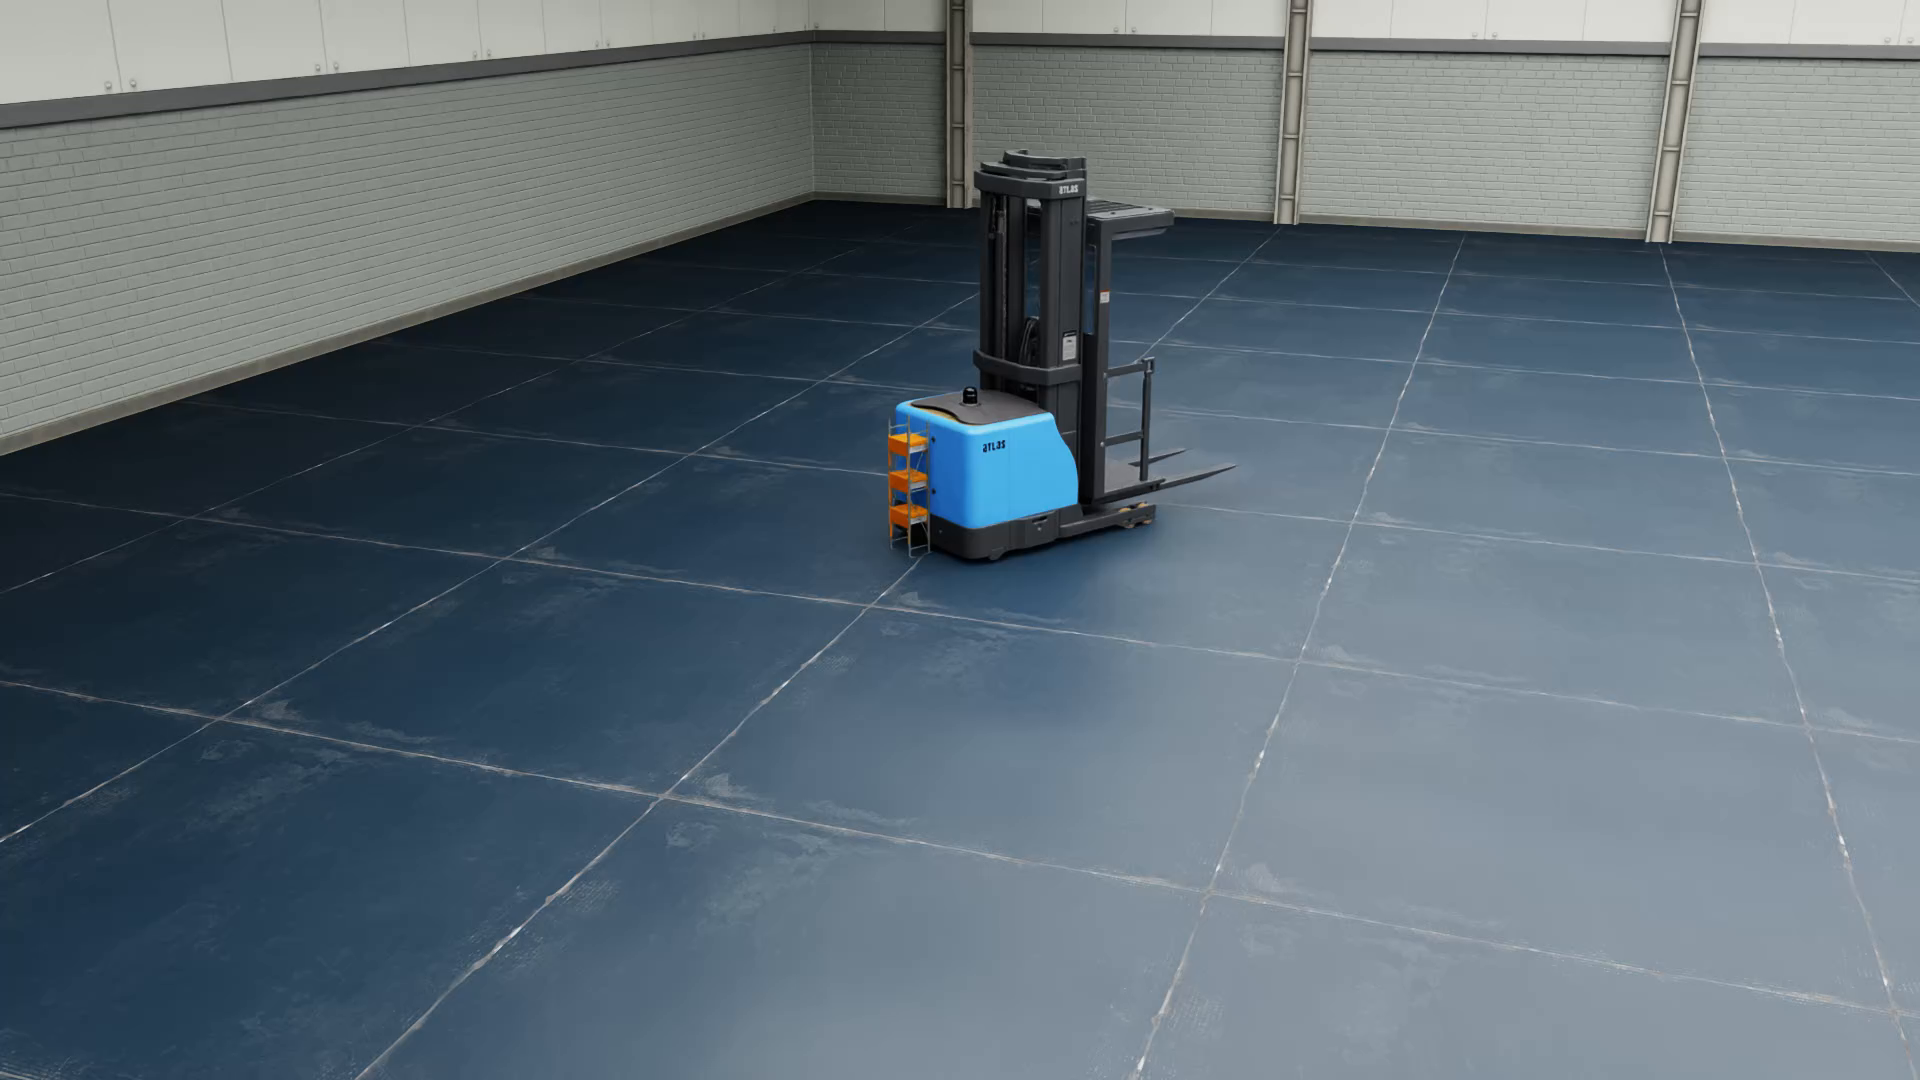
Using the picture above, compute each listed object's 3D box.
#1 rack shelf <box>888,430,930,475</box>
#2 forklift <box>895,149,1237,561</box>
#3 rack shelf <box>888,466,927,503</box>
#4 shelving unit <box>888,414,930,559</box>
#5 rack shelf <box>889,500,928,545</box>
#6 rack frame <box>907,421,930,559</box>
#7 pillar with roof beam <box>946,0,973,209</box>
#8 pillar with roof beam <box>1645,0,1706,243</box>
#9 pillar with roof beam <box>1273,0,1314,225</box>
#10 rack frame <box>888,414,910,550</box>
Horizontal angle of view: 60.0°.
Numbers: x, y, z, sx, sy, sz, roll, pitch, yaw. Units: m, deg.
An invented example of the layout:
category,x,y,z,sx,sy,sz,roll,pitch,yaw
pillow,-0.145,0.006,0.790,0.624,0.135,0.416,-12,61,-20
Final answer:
category,x,y,z,sx,sy,sz,roll,pitch,yaw
rack shelf,-0.386,-0.664,12.557,0.215,0.259,0.240,-15,24,-36
forklift,0.965,-1.599,13.210,3.031,2.935,1.130,-14,24,-35
rack shelf,-0.386,-0.396,12.650,0.215,0.259,0.240,-15,24,-36
shelving unit,-0.386,-0.406,12.647,0.215,1.050,0.252,-15,24,-36
rack shelf,-0.386,-0.134,12.742,0.215,0.259,0.240,-15,24,-36
rack frame,-0.311,-0.375,12.556,0.200,1.050,0.008,-15,24,-36
pillar with roof beam,-1.420,-9.055,25.383,0.400,9.000,9.100,7,20,18
pillar with roof beam,9.916,-7.759,21.665,0.400,9.000,9.100,7,20,18
pillar with roof beam,4.248,-8.407,23.524,0.400,9.000,9.100,7,20,18
rack frame,-0.461,-0.438,12.737,0.200,1.050,0.008,-15,24,-36
